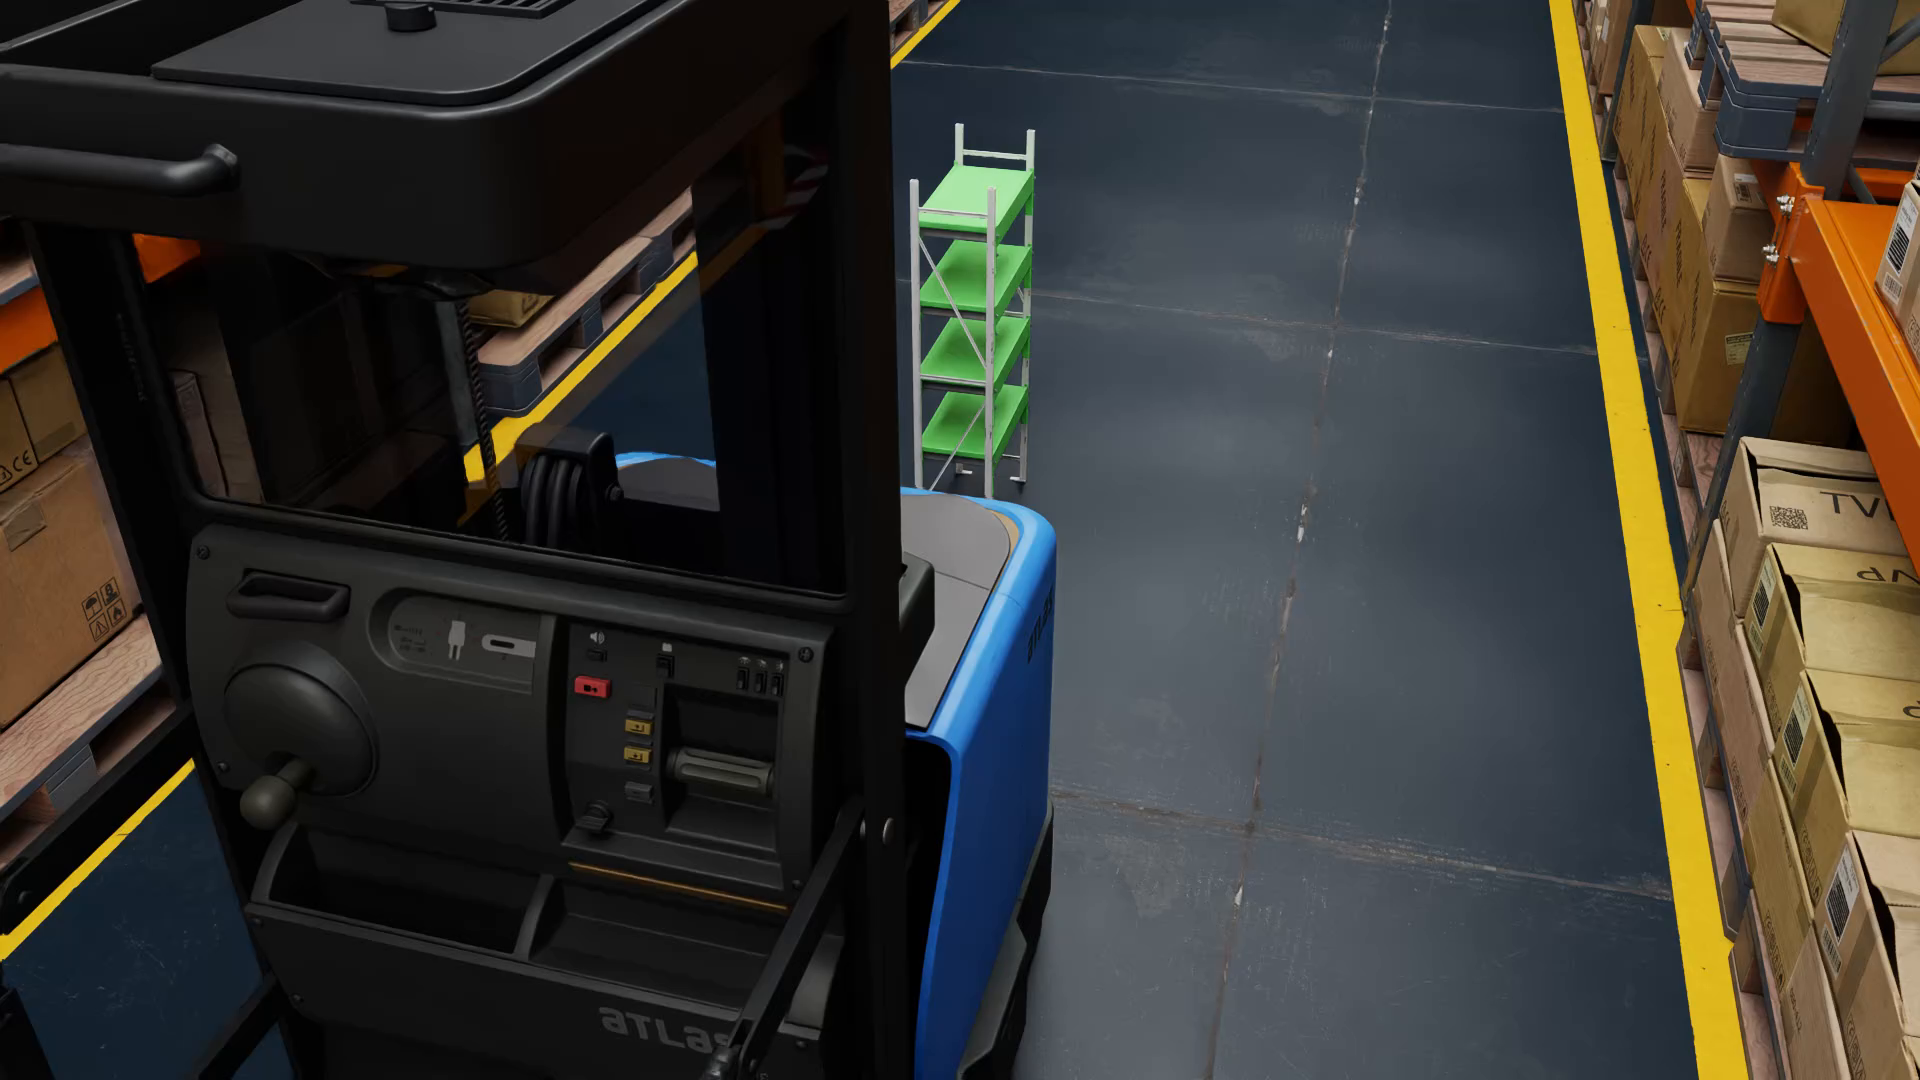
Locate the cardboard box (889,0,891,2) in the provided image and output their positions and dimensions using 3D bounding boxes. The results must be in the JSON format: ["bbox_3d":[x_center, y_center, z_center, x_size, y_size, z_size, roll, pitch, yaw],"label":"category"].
[{"bbox_3d":[-0.725,-3.513,9.918,0.700,0.500,0.500,8,33,12],"label":"cardboard box"}]

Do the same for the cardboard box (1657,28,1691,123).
[{"bbox_3d":[3.035,-1.794,6.497,0.500,0.250,0.500,8,33,12],"label":"cardboard box"}]

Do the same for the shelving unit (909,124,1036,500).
[{"bbox_3d":[0.042,-0.592,5.063,0.258,1.200,0.503,8,33,12],"label":"shelving unit"}]

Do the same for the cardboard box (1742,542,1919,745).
[{"bbox_3d":[2.090,0.244,3.719,0.500,0.311,0.500,7,33,11],"label":"cardboard box"}]

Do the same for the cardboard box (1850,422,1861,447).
[{"bbox_3d":[3.152,-0.608,5.331,0.500,0.500,0.500,7,33,11],"label":"cardboard box"}]

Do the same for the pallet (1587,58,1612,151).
[{"bbox_3d":[3.823,-2.263,8.613,1.003,0.211,1.213,8,33,12],"label":"pallet"}]

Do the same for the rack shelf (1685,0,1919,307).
[{"bbox_3d":[3.140,-1.742,5.865,1.077,0.370,4.000,8,33,12],"label":"rack shelf"}]

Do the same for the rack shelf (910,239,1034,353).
[{"bbox_3d":[0.042,-0.741,4.969,0.258,0.148,0.480,8,33,12],"label":"rack shelf"}]

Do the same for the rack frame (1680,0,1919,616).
[{"bbox_3d":[2.632,-1.008,4.039,1.000,3.000,0.127,8,33,12],"label":"rack frame"}]

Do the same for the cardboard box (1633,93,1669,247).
[{"bbox_3d":[3.030,-1.460,6.670,0.500,0.500,0.500,8,33,13],"label":"cardboard box"}]

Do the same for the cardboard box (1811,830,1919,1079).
[{"bbox_3d":[1.829,0.776,2.883,0.500,0.311,0.500,8,33,12],"label":"cardboard box"}]

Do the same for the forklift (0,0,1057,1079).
[{"bbox_3d":[-0.680,0.292,2.058,1.130,2.935,3.031,9,33,13],"label":"forklift"}]

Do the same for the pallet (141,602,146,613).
[{"bbox_3d":[-2.360,-0.098,5.208,1.003,0.211,1.213,8,33,12],"label":"pallet"}]

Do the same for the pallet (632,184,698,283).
[{"bbox_3d":[-1.576,-1.533,7.465,1.003,0.211,1.213,8,33,12],"label":"pallet"}]

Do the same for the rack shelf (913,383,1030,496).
[{"bbox_3d":[0.042,-0.336,5.226,0.258,0.148,0.480,8,33,12],"label":"rack shelf"}]

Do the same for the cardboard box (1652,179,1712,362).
[{"bbox_3d":[2.774,-0.924,5.828,0.500,0.500,0.500,7,33,11],"label":"cardboard box"}]

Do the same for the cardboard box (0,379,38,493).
[{"bbox_3d":[-2.623,-0.192,3.977,0.500,0.250,0.500,8,33,12],"label":"cardboard box"}]

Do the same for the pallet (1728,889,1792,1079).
[{"bbox_3d":[2.074,1.222,3.131,1.003,0.211,1.213,8,33,12],"label":"pallet"}]

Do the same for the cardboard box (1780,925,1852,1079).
[{"bbox_3d":[1.832,1.005,3.045,0.500,0.250,0.500,9,33,13],"label":"cardboard box"}]

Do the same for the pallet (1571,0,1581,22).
[{"bbox_3d":[4.442,-3.529,10.605,1.003,0.211,1.213,8,33,12],"label":"pallet"}]

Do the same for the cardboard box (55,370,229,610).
[{"bbox_3d":[-2.536,-0.179,4.655,0.700,0.500,0.500,8,33,12],"label":"cardboard box"}]

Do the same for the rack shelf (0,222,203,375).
[{"bbox_3d":[-2.668,-0.339,3.657,1.077,0.370,4.000,8,33,12],"label":"rack shelf"}]

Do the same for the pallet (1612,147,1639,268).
[{"bbox_3d":[3.478,-1.479,7.380,1.003,0.211,1.213,8,33,12],"label":"pallet"}]

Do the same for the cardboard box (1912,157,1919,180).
[{"bbox_3d":[2.498,-0.787,3.776,0.500,0.311,0.500,10,34,15],"label":"cardboard box"}]

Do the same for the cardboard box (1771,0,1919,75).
[{"bbox_3d":[2.683,-1.569,4.438,0.700,0.500,0.500,-3,33,-4],"label":"cardboard box"}]

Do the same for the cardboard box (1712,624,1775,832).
[{"bbox_3d":[2.089,0.468,3.889,0.500,0.250,0.500,7,33,11],"label":"cardboard box"}]

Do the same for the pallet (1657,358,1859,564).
[{"bbox_3d":[2.858,-0.213,5.389,1.003,0.211,1.213,8,33,12],"label":"pallet"}]

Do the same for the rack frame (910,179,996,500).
[{"bbox_3d":[-0.020,-0.466,4.864,0.240,1.200,0.015,8,33,12],"label":"rack frame"}]

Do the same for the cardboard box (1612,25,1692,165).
[{"bbox_3d":[3.289,-1.996,7.514,0.500,0.500,0.500,7,33,10],"label":"cardboard box"}]

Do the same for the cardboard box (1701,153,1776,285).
[{"bbox_3d":[2.653,-1.002,5.251,0.500,0.250,0.500,9,34,14],"label":"cardboard box"}]

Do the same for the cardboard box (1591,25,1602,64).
[{"bbox_3d":[3.555,-2.603,8.796,0.380,0.149,0.250,8,33,12],"label":"cardboard box"}]

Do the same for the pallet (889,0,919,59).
[{"bbox_3d":[-0.876,-2.963,9.714,1.003,0.211,1.213,8,33,12],"label":"pallet"}]
